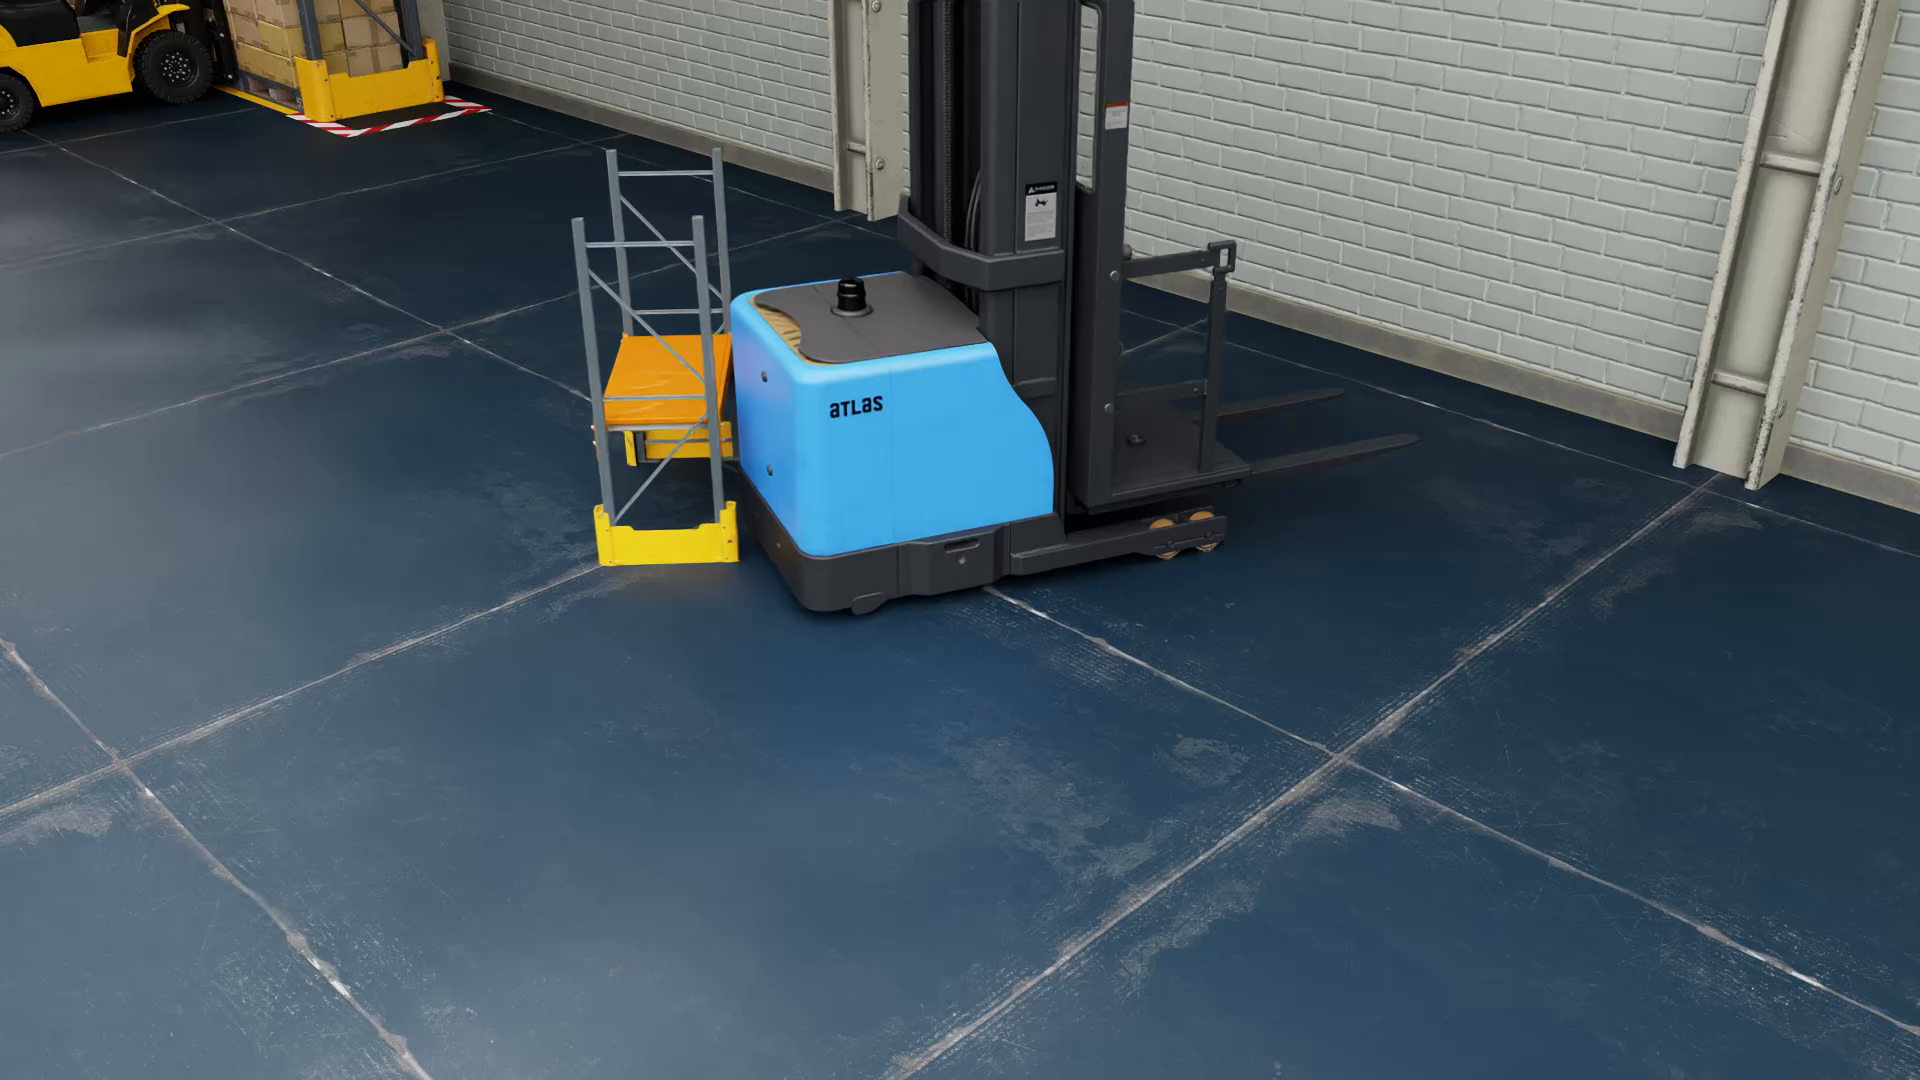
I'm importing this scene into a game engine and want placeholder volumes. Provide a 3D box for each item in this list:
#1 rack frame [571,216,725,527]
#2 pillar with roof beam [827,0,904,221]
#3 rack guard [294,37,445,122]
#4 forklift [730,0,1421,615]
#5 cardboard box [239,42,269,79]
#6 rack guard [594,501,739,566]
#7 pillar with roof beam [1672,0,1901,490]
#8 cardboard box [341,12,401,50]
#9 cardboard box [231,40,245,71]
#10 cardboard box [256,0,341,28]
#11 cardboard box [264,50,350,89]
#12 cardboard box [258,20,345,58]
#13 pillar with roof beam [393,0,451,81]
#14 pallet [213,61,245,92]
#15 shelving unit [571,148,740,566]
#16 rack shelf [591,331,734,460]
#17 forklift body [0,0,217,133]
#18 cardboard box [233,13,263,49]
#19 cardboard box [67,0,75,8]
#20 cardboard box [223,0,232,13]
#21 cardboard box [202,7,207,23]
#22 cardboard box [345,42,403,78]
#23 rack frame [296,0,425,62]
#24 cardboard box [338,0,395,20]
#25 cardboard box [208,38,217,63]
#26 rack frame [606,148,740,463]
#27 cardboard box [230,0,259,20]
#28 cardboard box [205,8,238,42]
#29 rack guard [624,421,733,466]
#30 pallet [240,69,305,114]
[{"bbox_3d":[-1.236,-0.571,6.725,0.500,1.500,0.032,-2,28,-3],"label":"rack frame"},{"bbox_3d":[-3.653,-4.855,6.815,0.400,9.000,9.100,25,36,38],"label":"pillar with roof beam"},{"bbox_3d":[-5.031,-3.946,14.217,0.348,0.500,1.175,25,36,38],"label":"rack guard"},{"bbox_3d":[0.599,-1.432,6.825,3.031,2.935,1.130,-11,30,-20],"label":"forklift"},{"bbox_3d":[-5.953,-4.243,14.599,0.500,0.250,0.500,25,36,38],"label":"cardboard box"},{"bbox_3d":[-1.237,-0.027,7.033,0.587,0.250,0.087,-2,28,-3],"label":"rack guard"},{"bbox_3d":[0.626,-2.898,3.092,0.400,9.000,9.100,25,36,38],"label":"pillar with roof beam"},{"bbox_3d":[-5.238,-4.473,14.499,0.500,0.250,0.500,-25,36,-38],"label":"cardboard box"},{"bbox_3d":[-6.303,-4.409,14.916,0.500,0.250,0.500,-25,37,-39],"label":"cardboard box"},{"bbox_3d":[-5.595,-4.518,14.049,0.500,0.250,0.500,-24,36,-38],"label":"cardboard box"},{"bbox_3d":[-5.605,-4.078,14.285,0.500,0.250,0.500,25,37,39],"label":"cardboard box"},{"bbox_3d":[-5.614,-4.305,14.181,0.500,0.250,0.500,24,36,38],"label":"cardboard box"},{"bbox_3d":[-7.931,-6.813,10.538,0.400,9.000,9.100,25,36,38],"label":"pillar with roof beam"},{"bbox_3d":[-6.489,-4.460,15.505,1.213,0.211,1.003,25,36,38],"label":"pallet"},{"bbox_3d":[-1.266,-0.812,7.182,0.587,1.500,1.083,-2,28,-3],"label":"shelving unit"},{"bbox_3d":[-1.266,-0.648,7.258,0.538,0.185,1.000,-2,28,-3],"label":"rack shelf"},{"bbox_3d":[-7.679,-4.698,13.873,1.214,2.155,2.313,25,36,38],"label":"forklift body"},{"bbox_3d":[-5.965,-4.473,14.499,0.500,0.250,0.500,24,36,38],"label":"cardboard box"},{"bbox_3d":[-8.828,-5.923,17.391,0.625,0.625,0.875,24,36,38],"label":"cardboard box"},{"bbox_3d":[-6.330,-4.844,14.669,0.500,0.250,0.500,-25,37,-39],"label":"cardboard box"},{"bbox_3d":[-6.702,-4.799,15.119,0.500,0.250,0.500,24,36,38],"label":"cardboard box"},{"bbox_3d":[-5.261,-4.254,14.621,0.500,0.250,0.500,25,37,39],"label":"cardboard box"},{"bbox_3d":[-5.048,-5.060,13.651,0.127,3.000,1.000,25,36,38],"label":"rack frame"},{"bbox_3d":[-5.258,-4.691,14.378,0.500,0.250,0.500,24,36,38],"label":"cardboard box"},{"bbox_3d":[-6.689,-4.571,15.224,0.500,0.250,0.500,-24,36,-38],"label":"cardboard box"},{"bbox_3d":[-1.295,-1.044,7.623,0.500,1.500,0.032,-2,28,-3],"label":"rack frame"},{"bbox_3d":[-5.963,-4.683,14.362,0.500,0.250,0.500,-25,36,-38],"label":"cardboard box"},{"bbox_3d":[-6.347,-4.634,14.806,0.500,0.250,0.500,24,36,37],"label":"cardboard box"},{"bbox_3d":[-1.295,-0.490,7.913,0.587,0.250,0.087,-2,28,-3],"label":"rack guard"},{"bbox_3d":[-5.623,-4.062,14.748,1.213,0.211,1.003,25,36,38],"label":"pallet"}]
